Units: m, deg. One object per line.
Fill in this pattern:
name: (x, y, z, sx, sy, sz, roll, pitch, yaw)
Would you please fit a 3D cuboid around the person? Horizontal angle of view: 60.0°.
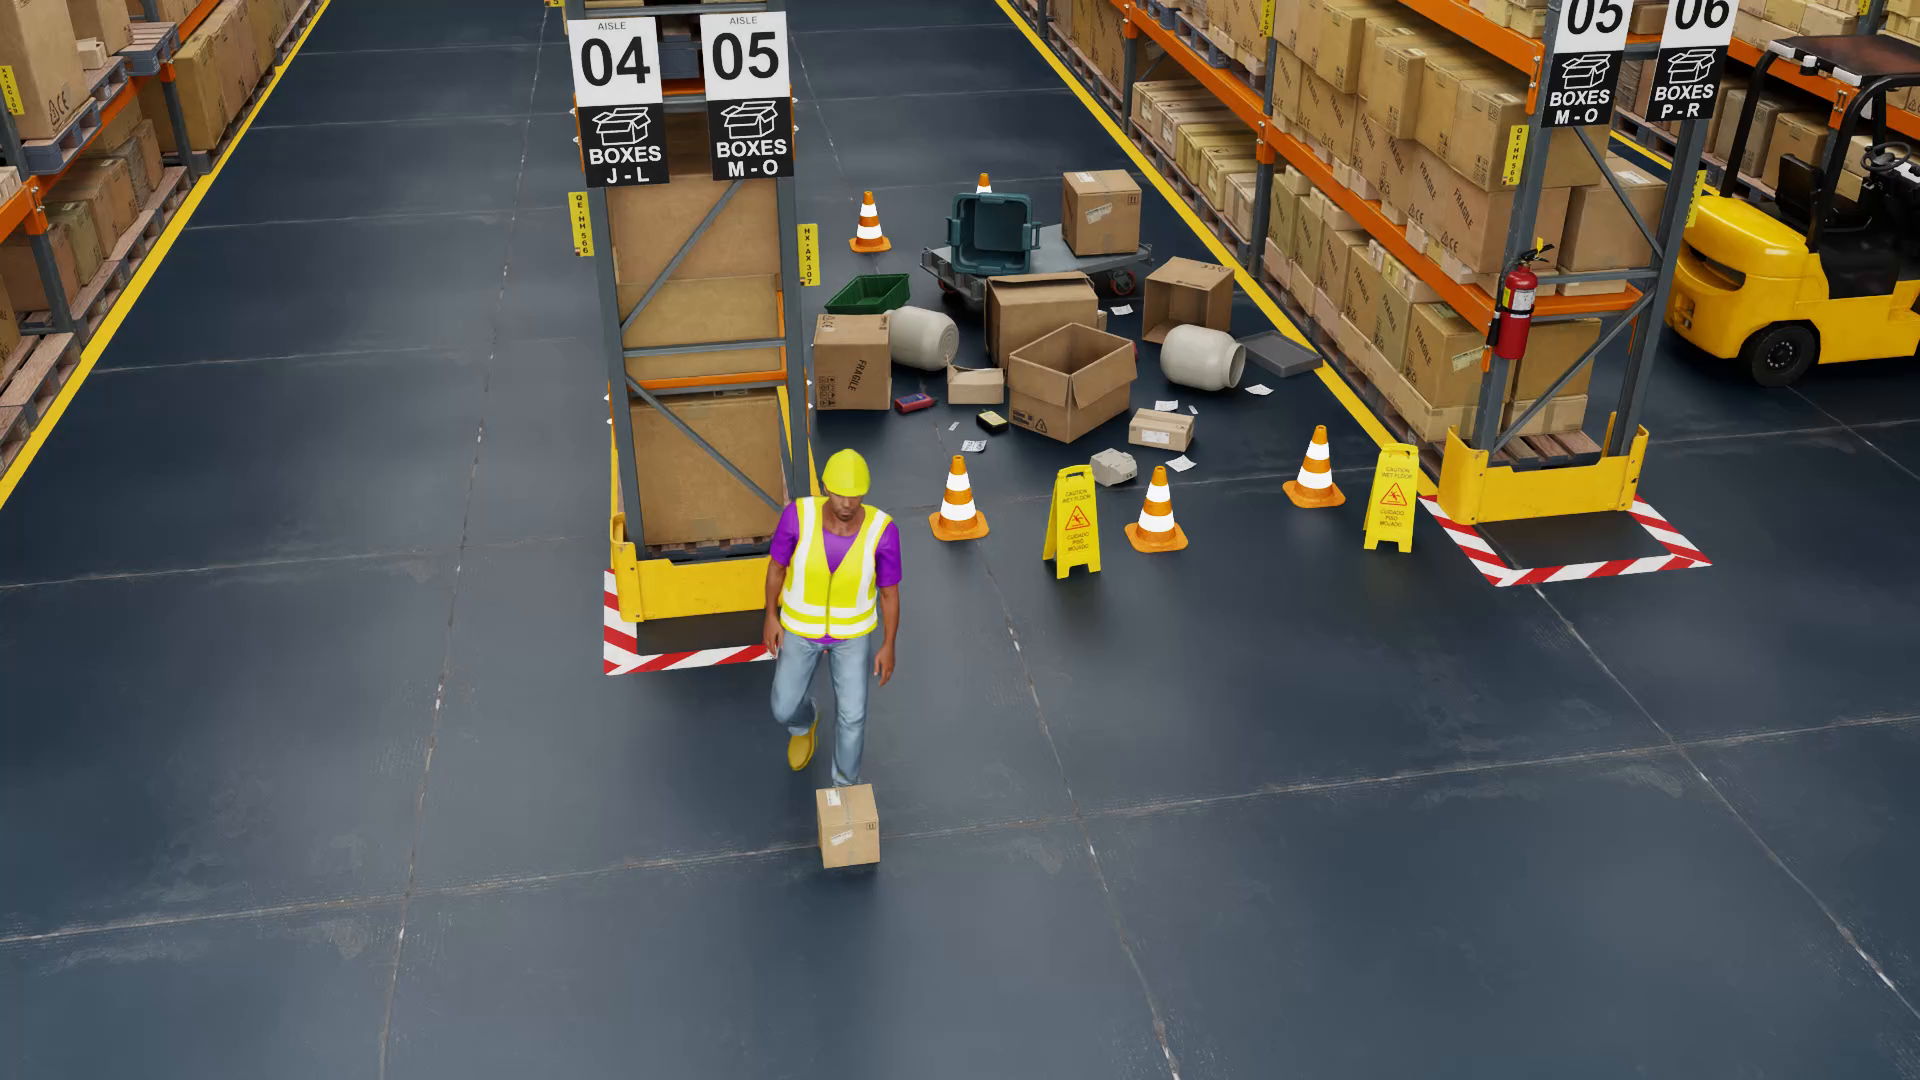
person: (-0.559, 0.416, 7.426, 0.612, 1.758, 0.647, -2, 31, -3)
